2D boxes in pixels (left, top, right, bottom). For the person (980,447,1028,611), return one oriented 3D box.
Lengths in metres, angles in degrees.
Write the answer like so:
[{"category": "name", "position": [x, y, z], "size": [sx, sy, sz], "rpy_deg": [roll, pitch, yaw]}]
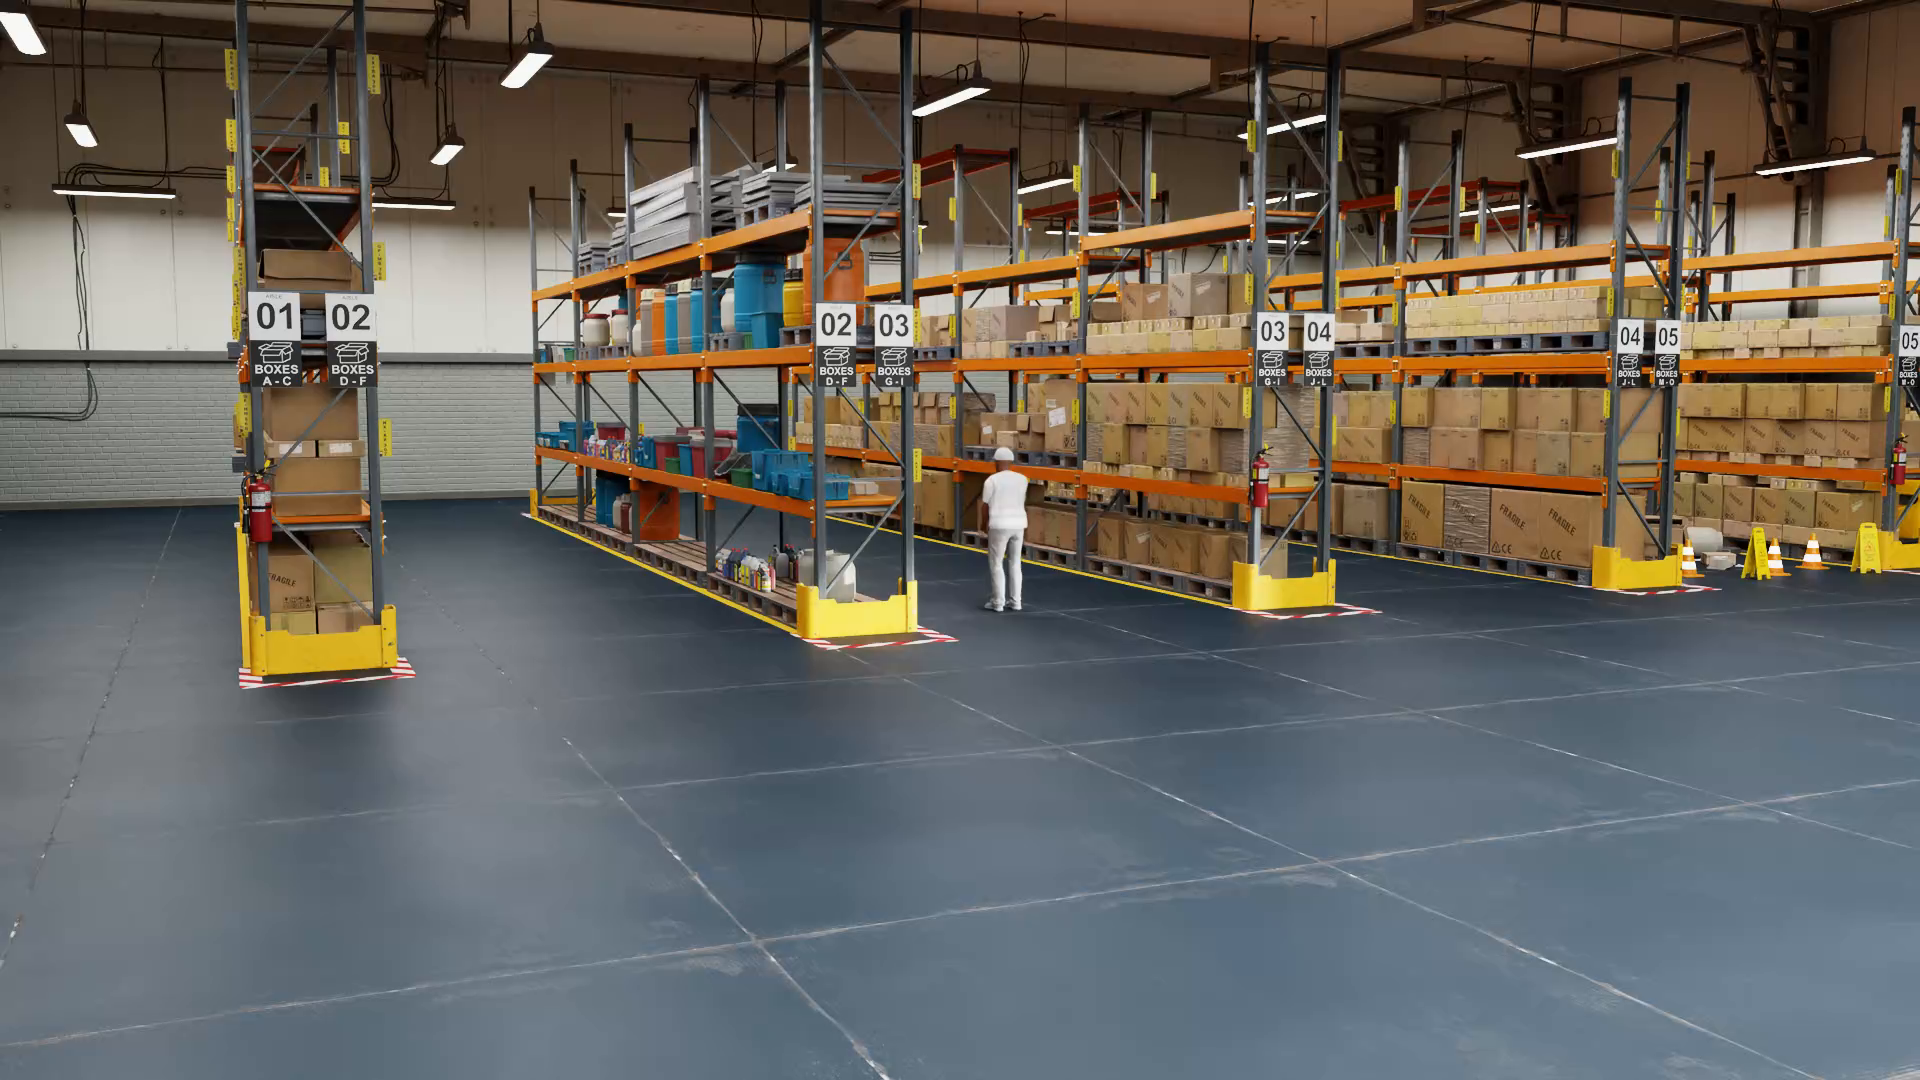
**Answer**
[{"category": "person", "position": [0.449, -0.130, 18.043], "size": [0.505, 1.761, 0.575], "rpy_deg": [-2, 6, -25]}]
